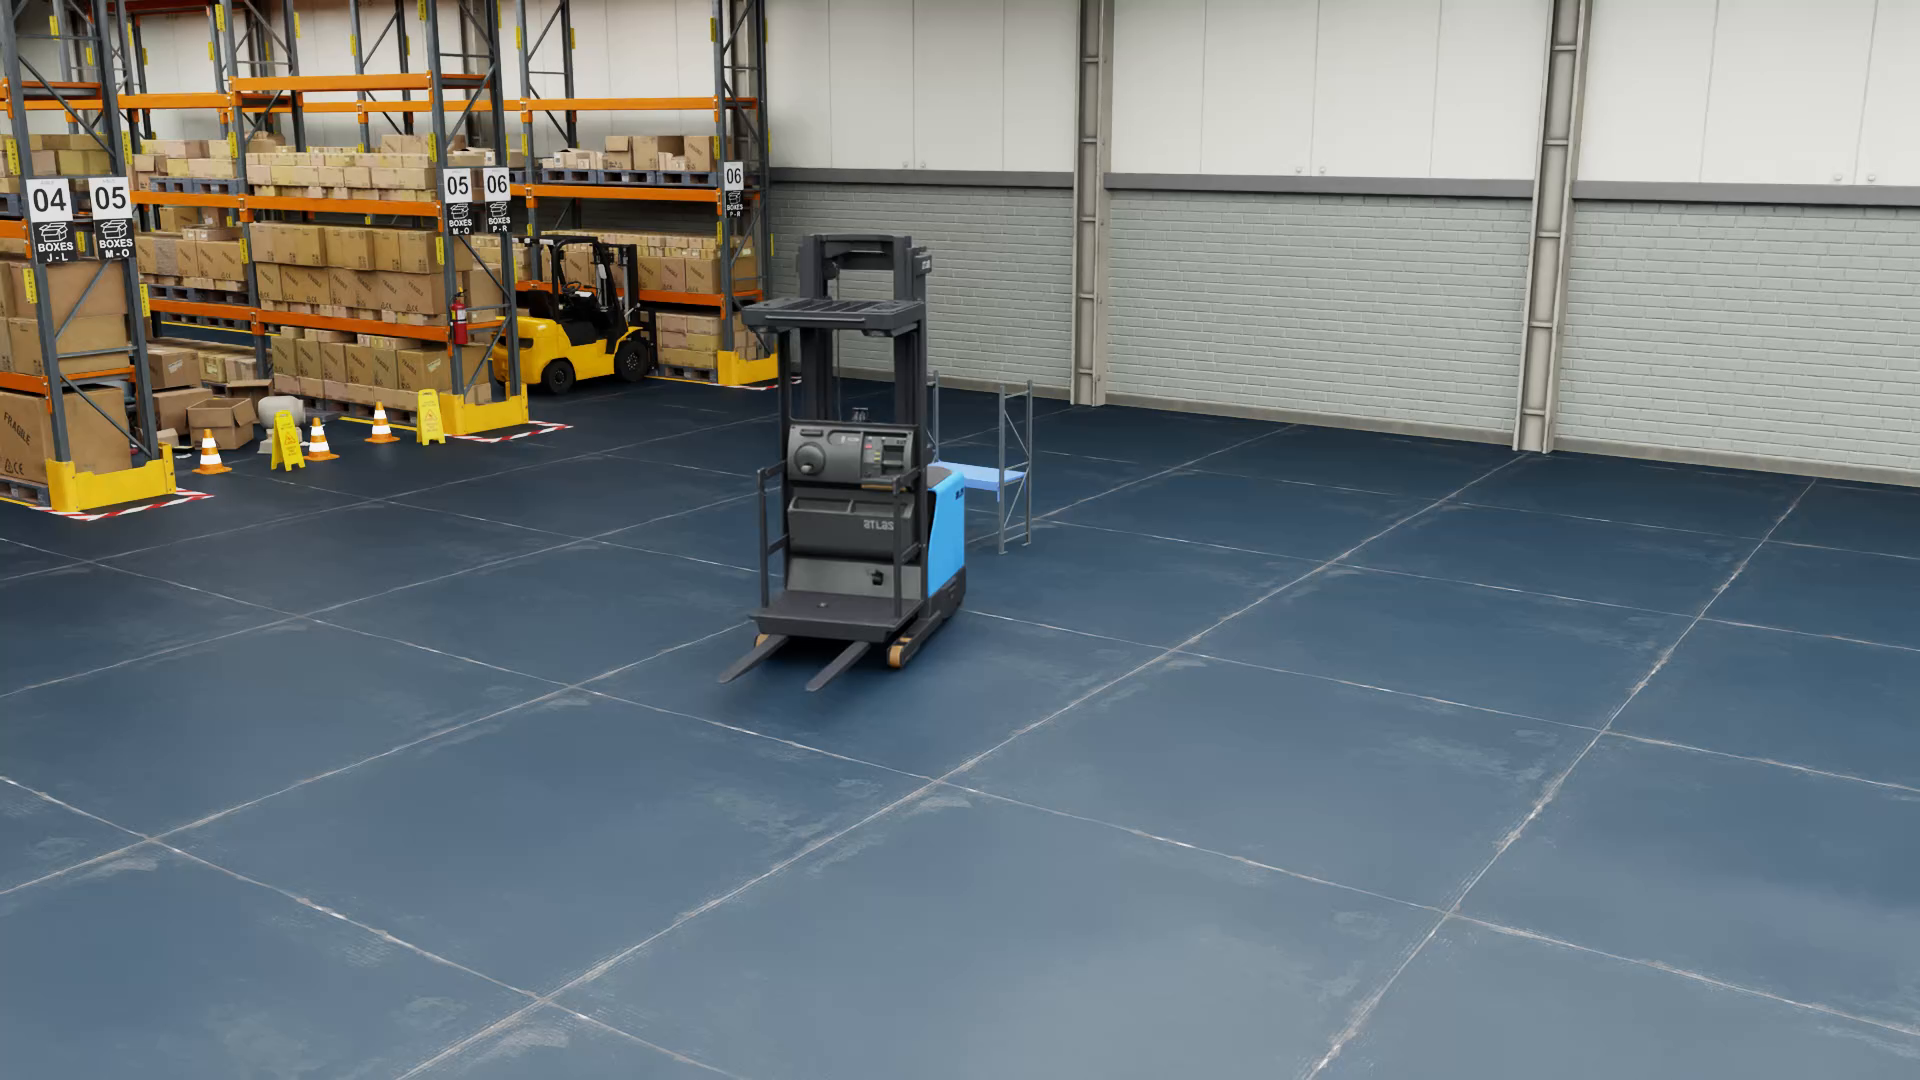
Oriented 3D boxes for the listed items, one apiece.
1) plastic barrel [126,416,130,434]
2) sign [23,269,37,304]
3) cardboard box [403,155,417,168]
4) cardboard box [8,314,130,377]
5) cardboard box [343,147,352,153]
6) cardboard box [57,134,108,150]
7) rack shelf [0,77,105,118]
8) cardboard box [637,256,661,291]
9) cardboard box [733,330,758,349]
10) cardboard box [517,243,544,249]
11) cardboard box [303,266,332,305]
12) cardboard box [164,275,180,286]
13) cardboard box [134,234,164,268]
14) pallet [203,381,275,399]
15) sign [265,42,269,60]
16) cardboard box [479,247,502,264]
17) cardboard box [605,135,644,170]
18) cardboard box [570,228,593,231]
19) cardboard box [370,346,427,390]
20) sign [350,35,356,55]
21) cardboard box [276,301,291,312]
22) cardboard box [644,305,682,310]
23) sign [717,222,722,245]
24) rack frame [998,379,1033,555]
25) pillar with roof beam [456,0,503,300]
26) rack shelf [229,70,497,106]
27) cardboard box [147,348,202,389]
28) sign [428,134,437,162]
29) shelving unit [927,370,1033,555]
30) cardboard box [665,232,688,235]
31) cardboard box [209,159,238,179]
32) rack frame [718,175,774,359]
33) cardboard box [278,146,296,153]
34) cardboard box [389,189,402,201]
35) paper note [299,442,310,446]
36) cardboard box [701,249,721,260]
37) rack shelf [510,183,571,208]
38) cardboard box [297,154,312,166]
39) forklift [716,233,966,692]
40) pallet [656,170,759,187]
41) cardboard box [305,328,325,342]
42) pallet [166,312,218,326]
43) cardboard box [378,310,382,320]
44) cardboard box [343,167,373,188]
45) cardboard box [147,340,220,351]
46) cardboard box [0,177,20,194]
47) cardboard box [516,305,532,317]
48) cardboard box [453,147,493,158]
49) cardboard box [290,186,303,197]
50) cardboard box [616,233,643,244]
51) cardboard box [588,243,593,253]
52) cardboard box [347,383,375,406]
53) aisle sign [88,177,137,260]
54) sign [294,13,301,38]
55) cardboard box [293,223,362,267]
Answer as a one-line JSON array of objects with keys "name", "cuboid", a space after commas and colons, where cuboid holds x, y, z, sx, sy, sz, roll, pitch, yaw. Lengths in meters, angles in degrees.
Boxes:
[{"name": "plastic barrel", "cuboid": [-10.116, -1.303, 19.634, 0.512, 0.421, 0.421, -4, 14, -16]}, {"name": "sign", "cuboid": [-8.908, -2.434, 15.939, 0.005, 0.325, 0.100, 9, 17, 33]}, {"name": "cardboard box", "cuboid": [-6.553, -4.614, 20.268, 0.250, 0.149, 0.380, 10, 17, 34]}, {"name": "cardboard box", "cuboid": [-8.927, -1.977, 16.682, 0.550, 0.550, 0.875, 9, 17, 33]}, {"name": "cardboard box", "cuboid": [-10.396, -6.692, 28.661, 0.250, 0.149, 0.380, 9, 16, 31]}, {"name": "cardboard box", "cuboid": [-8.693, -3.945, 16.485, 0.250, 0.149, 0.380, 9, 17, 33]}, {"name": "rack shelf", "cuboid": [-10.254, -4.501, 17.033, 4.000, 0.370, 1.077, 9, 17, 33]}, {"name": "cardboard box", "cuboid": [-4.554, -4.057, 25.187, 0.500, 0.500, 0.500, 9, 16, 32]}, {"name": "cardboard box", "cuboid": [-3.422, -3.071, 25.220, 0.500, 0.250, 0.500, 10, 17, 34]}, {"name": "cardboard box", "cuboid": [-6.875, -4.756, 26.661, 0.250, 0.149, 0.380, 10, 17, 35]}, {"name": "cardboard box", "cuboid": [-8.186, -3.346, 21.698, 0.500, 0.500, 0.500, 9, 17, 32]}, {"name": "cardboard box", "cuboid": [-11.074, -3.712, 23.651, 0.250, 0.149, 0.380, 10, 17, 35]}, {"name": "cardboard box", "cuboid": [-11.873, -4.159, 24.107, 0.500, 0.500, 0.500, 10, 17, 36]}, {"name": "pallet", "cuboid": [-9.881, -2.151, 23.500, 1.213, 0.211, 1.003, 9, 17, 33]}, {"name": "sign", "cuboid": [-12.801, -9.017, 30.677, 0.005, 0.325, 0.100, 9, 17, 33]}, {"name": "cardboard box", "cuboid": [-7.448, -4.643, 27.036, 0.500, 0.250, 0.500, 9, 16, 31]}, {"name": "cardboard box", "cuboid": [-4.910, -5.867, 25.169, 0.637, 0.503, 0.797, 10, 17, 35]}, {"name": "cardboard box", "cuboid": [-6.034, -4.916, 26.690, 0.250, 0.149, 0.380, 9, 17, 33]}, {"name": "cardboard box", "cuboid": [-7.161, -2.222, 21.272, 0.500, 0.500, 0.500, 10, 17, 35]}, {"name": "sign", "cuboid": [-10.081, -8.222, 27.627, 0.005, 0.325, 0.100, 9, 17, 33]}, {"name": "cardboard box", "cuboid": [-8.913, -3.149, 22.251, 0.250, 0.149, 0.380, 10, 17, 34]}, {"name": "cardboard box", "cuboid": [-4.688, -3.517, 25.981, 0.500, 0.250, 0.500, 9, 16, 32]}, {"name": "sign", "cuboid": [-3.463, -4.425, 23.981, 0.005, 0.325, 0.100, 9, 17, 33]}, {"name": "rack frame", "cuboid": [0.493, -0.648, 14.748, 0.032, 1.500, 0.500, 9, 17, 33]}, {"name": "pillar with roof beam", "cuboid": [-10.604, -6.986, 24.743, 0.400, 9.000, 9.100, 9, 17, 33]}, {"name": "rack shelf", "cuboid": [-7.575, -5.694, 21.027, 4.000, 0.370, 1.077, 9, 17, 33]}, {"name": "cardboard box", "cuboid": [-10.203, -2.196, 21.504, 0.500, 0.500, 0.500, 9, 17, 33]}, {"name": "sign", "cuboid": [-6.242, -4.642, 19.675, 0.005, 0.325, 0.100, 9, 17, 33]}, {"name": "shelving unit", "cuboid": [0.071, -0.717, 15.024, 1.048, 1.500, 0.538, 9, 17, 33]}, {"name": "cardboard box", "cuboid": [-4.325, -4.646, 25.597, 0.250, 0.149, 0.380, 9, 16, 31]}, {"name": "cardboard box", "cuboid": [-9.800, -5.037, 22.552, 0.500, 0.250, 0.500, 9, 16, 32]}, {"name": "rack frame", "cuboid": [-3.148, -3.854, 24.578, 0.127, 3.000, 1.000, 9, 17, 33]}, {"name": "cardboard box", "cuboid": [-11.792, -6.872, 29.348, 0.250, 0.149, 0.380, 9, 17, 33]}, {"name": "cardboard box", "cuboid": [-6.794, -4.260, 20.495, 0.250, 0.149, 0.380, 10, 17, 34]}, {"name": "paper note", "cuboid": [-7.811, -1.153, 19.843, 0.142, 0.019, 0.148, 3, 14, 14]}, {"name": "cardboard box", "cuboid": [-3.592, -4.208, 24.450, 0.250, 0.149, 0.380, 9, 17, 34]}, {"name": "rack shelf", "cuboid": [-8.127, -5.766, 27.554, 4.000, 0.370, 1.077, 9, 17, 33]}, {"name": "cardboard box", "cuboid": [-8.272, -4.884, 21.360, 0.250, 0.149, 0.380, 9, 16, 31]}, {"name": "forklift", "cuboid": [-0.838, -0.628, 11.686, 1.130, 2.935, 3.031, 4, 14, 15]}, {"name": "pallet", "cuboid": [-3.720, -5.367, 24.632, 1.213, 0.211, 1.003, 9, 17, 33]}, {"name": "cardboard box", "cuboid": [-8.398, -2.718, 21.927, 0.250, 0.149, 0.380, 10, 17, 35]}, {"name": "pallet", "cuboid": [-14.691, -4.366, 32.447, 1.213, 0.211, 1.003, 9, 17, 33]}, {"name": "cardboard box", "cuboid": [-7.183, -2.891, 21.209, 0.250, 0.149, 0.380, 9, 17, 34]}, {"name": "cardboard box", "cuboid": [-7.340, -4.543, 20.810, 0.500, 0.250, 0.500, 10, 17, 34]}, {"name": "cardboard box", "cuboid": [-11.473, -2.690, 24.470, 0.625, 0.372, 0.950, 9, 16, 32]}, {"name": "cardboard box", "cuboid": [-9.059, -3.427, 16.050, 0.250, 0.149, 0.380, 9, 17, 33]}, {"name": "cardboard box", "cuboid": [-6.906, -3.510, 27.253, 0.625, 0.625, 0.875, 10, 17, 35]}, {"name": "cardboard box", "cuboid": [-7.841, -6.207, 26.944, 0.500, 0.311, 0.500, 9, 16, 31]}, {"name": "cardboard box", "cuboid": [-8.474, -4.545, 21.648, 0.250, 0.149, 0.380, 10, 17, 34]}, {"name": "cardboard box", "cuboid": [-5.038, -4.610, 25.453, 0.250, 0.149, 0.380, 9, 17, 33]}, {"name": "cardboard box", "cuboid": [-5.522, -4.512, 25.676, 0.250, 0.149, 0.380, 9, 17, 32]}, {"name": "cardboard box", "cuboid": [-7.599, -1.928, 21.645, 0.500, 0.250, 0.500, 8, 16, 31]}, {"name": "aisle sign", "cuboid": [-8.368, -3.176, 16.427, 0.004, 0.787, 0.394, 9, 17, 33]}, {"name": "sign", "cuboid": [-8.916, -6.910, 22.329, 0.005, 0.325, 0.100, 9, 17, 33]}, {"name": "cardboard box", "cuboid": [-8.177, -3.831, 21.576, 0.500, 0.500, 0.700, 9, 16, 32]}]
